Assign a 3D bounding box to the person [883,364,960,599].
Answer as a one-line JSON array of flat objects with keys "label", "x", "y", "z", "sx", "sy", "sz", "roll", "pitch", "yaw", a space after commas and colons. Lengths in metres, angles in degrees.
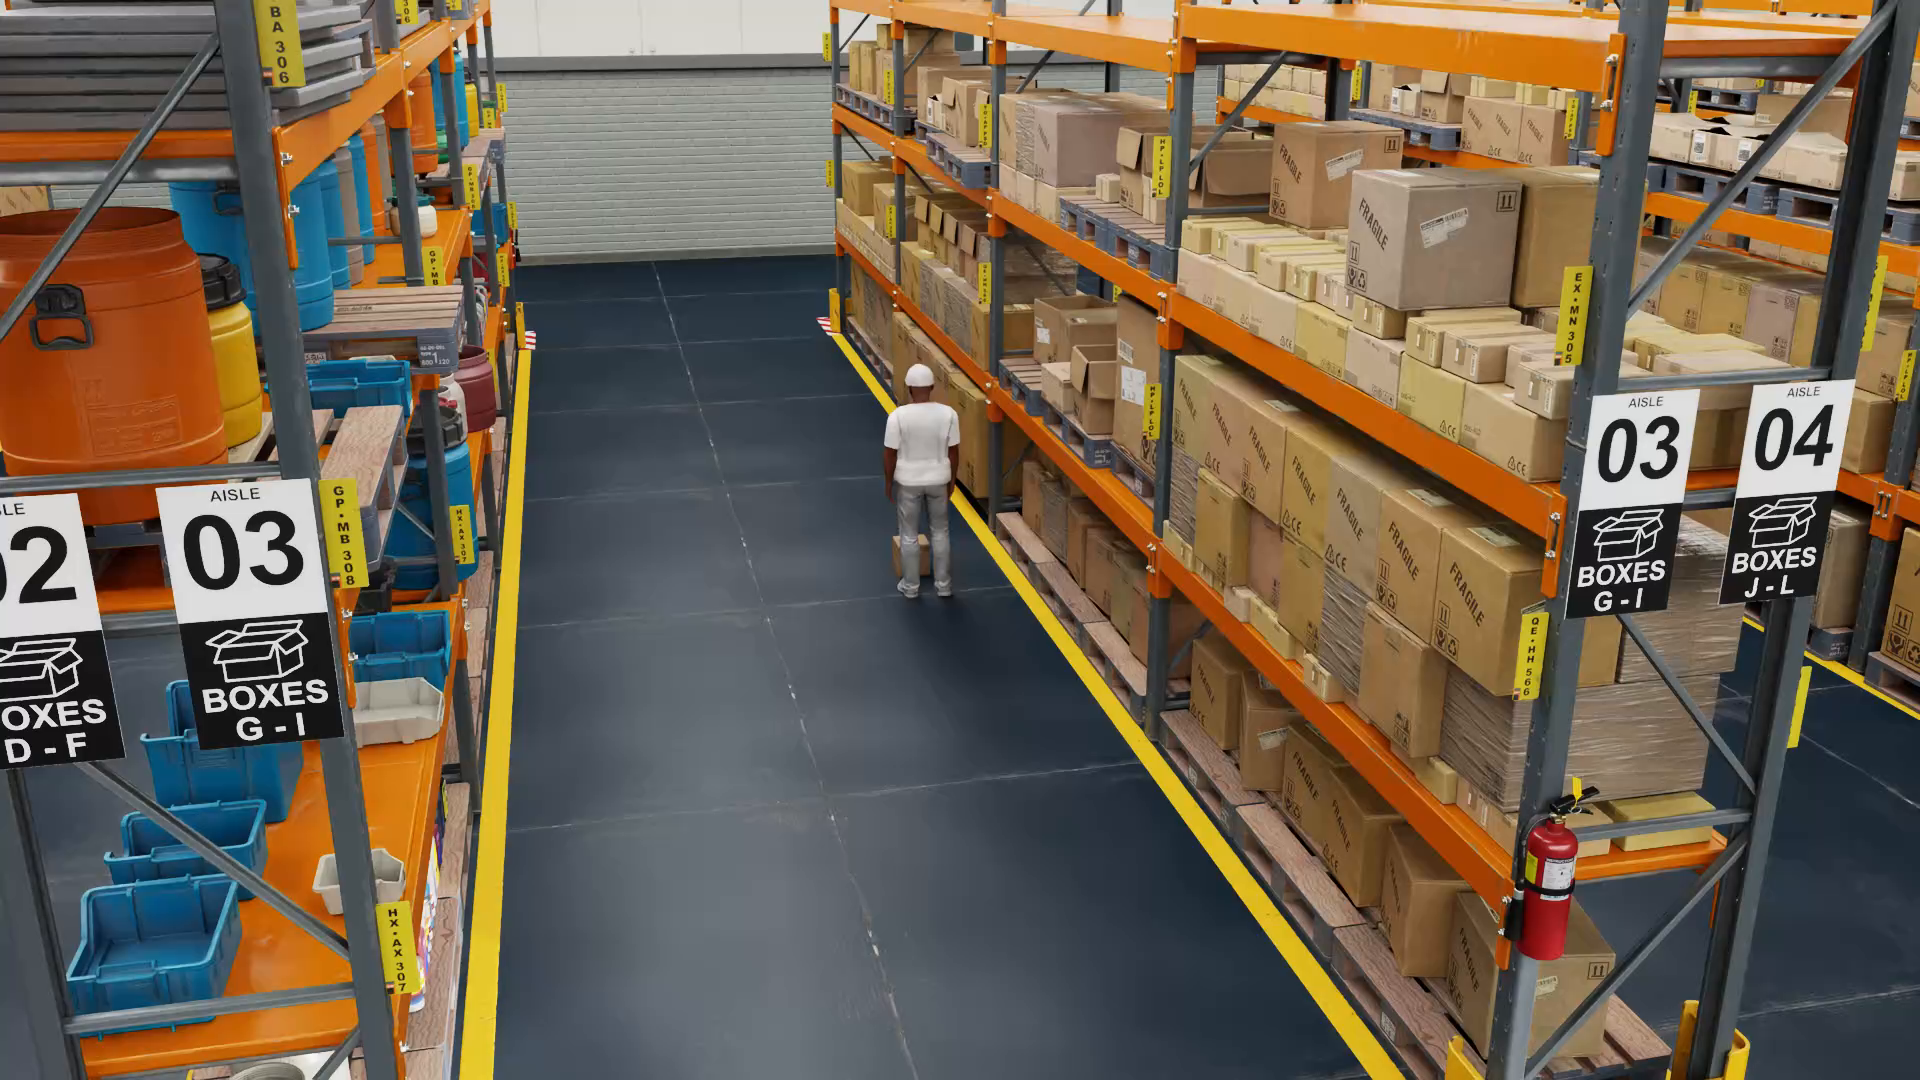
[{"label": "person", "x": -0.286, "y": -0.429, "z": 12.266, "sx": 0.564, "sy": 1.774, "sz": 0.358, "roll": -4, "pitch": 20, "yaw": -11}]
